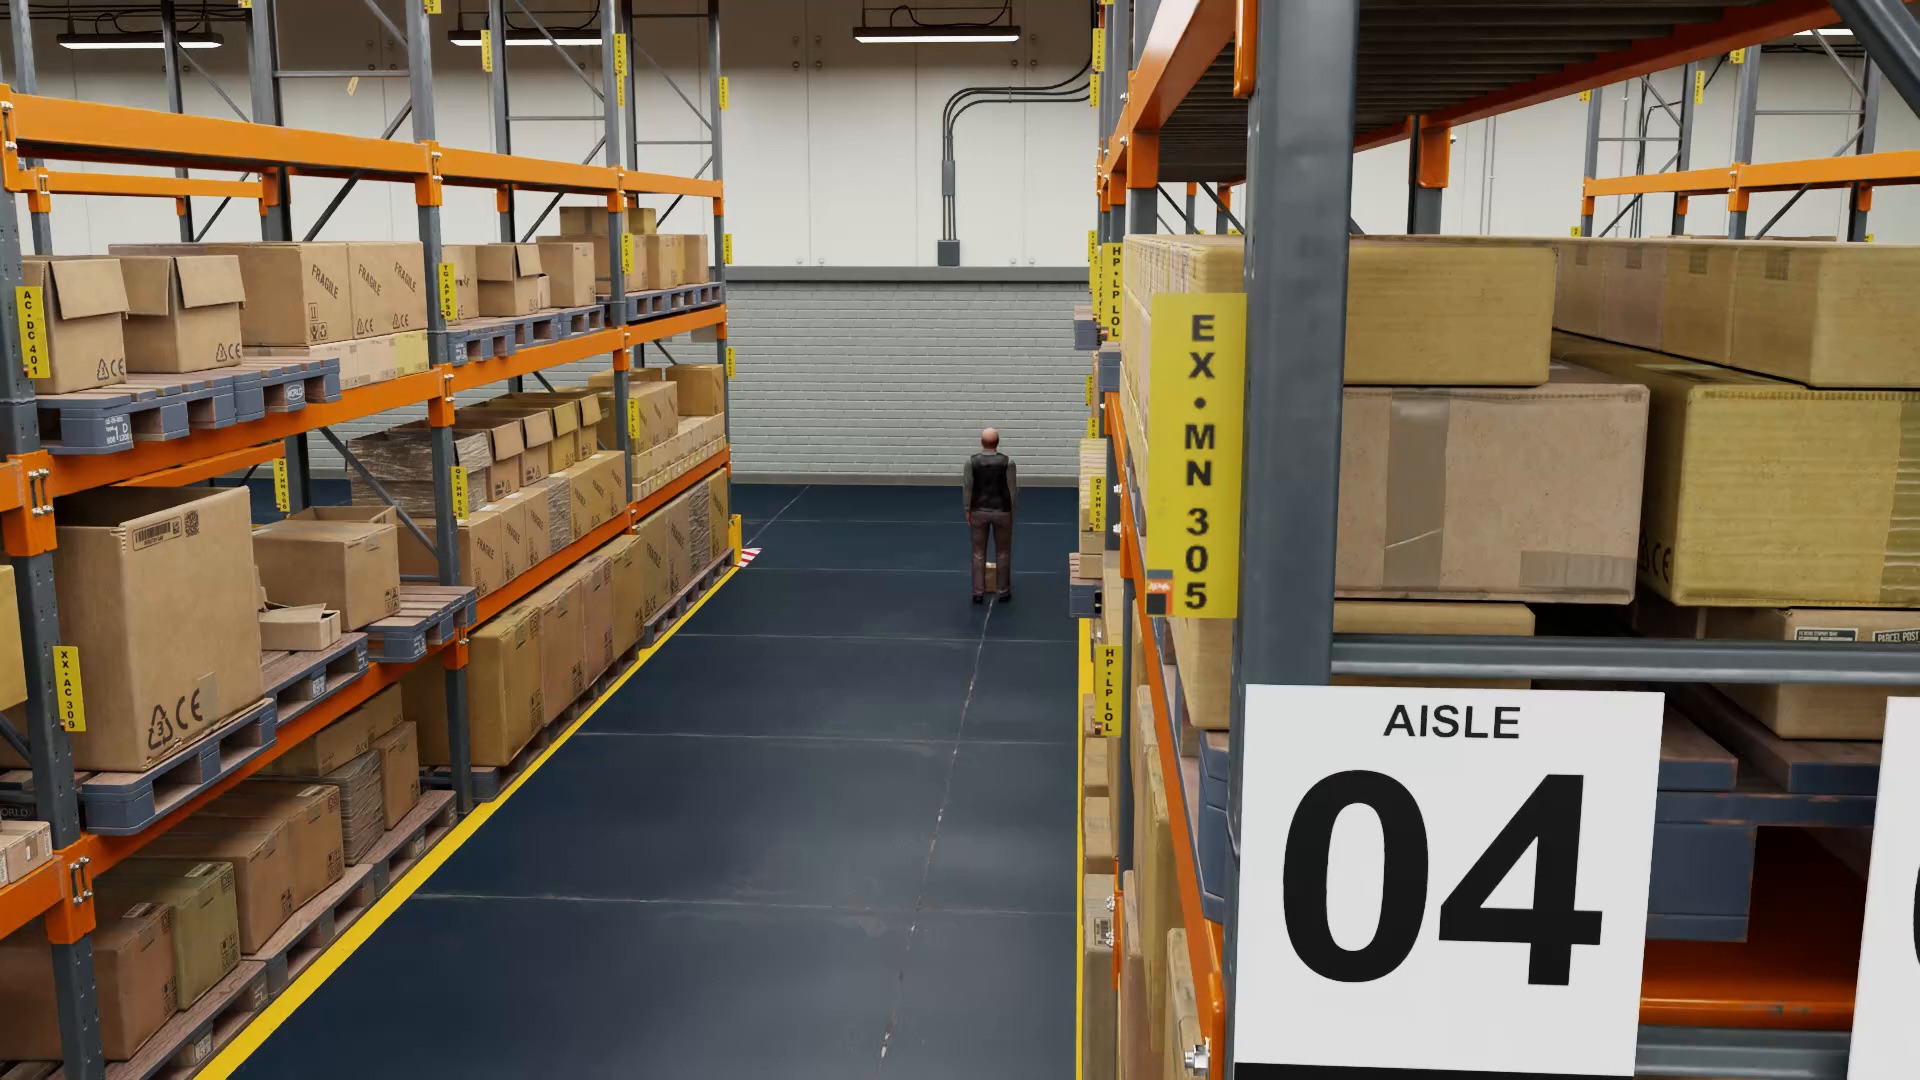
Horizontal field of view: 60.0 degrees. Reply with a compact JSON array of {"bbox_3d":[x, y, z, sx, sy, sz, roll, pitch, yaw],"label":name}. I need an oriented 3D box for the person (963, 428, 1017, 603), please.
[{"bbox_3d":[0.292,-0.241,16.346,0.531,1.736,0.352,1,11,5],"label":"person"}]
